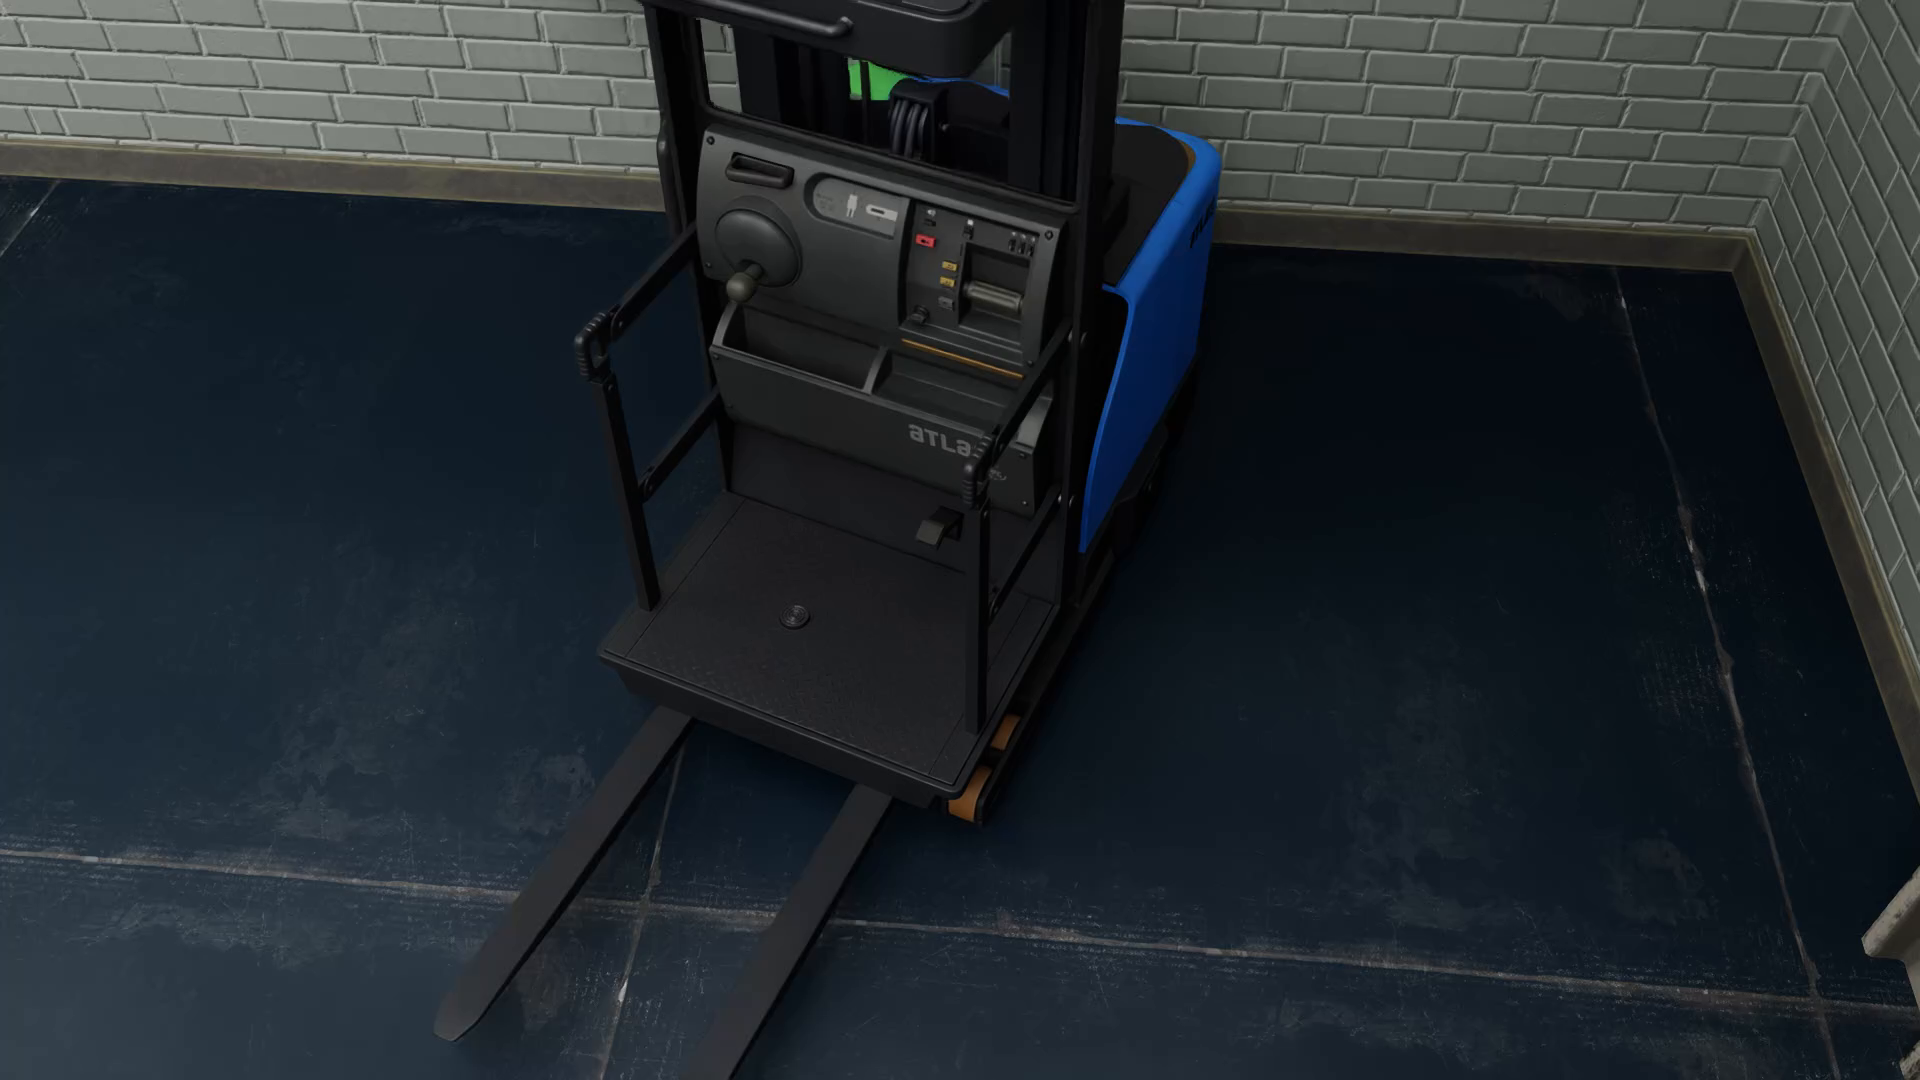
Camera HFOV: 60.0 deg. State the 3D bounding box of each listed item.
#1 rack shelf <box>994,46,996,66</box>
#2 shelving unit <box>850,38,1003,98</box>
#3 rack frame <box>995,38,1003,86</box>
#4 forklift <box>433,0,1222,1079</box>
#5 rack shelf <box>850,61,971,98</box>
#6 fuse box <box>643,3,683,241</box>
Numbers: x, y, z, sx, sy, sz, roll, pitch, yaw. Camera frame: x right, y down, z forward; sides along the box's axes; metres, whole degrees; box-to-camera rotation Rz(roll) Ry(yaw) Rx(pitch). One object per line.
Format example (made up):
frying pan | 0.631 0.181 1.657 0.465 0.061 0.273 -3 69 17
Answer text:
rack shelf | -0.129 -1.638 5.371 0.480 0.148 0.258 33 56 27
shelving unit | -0.129 -1.357 5.678 0.503 1.200 0.258 33 56 27
rack frame | 0.054 -1.238 5.569 0.015 1.200 0.240 33 56 27
forklift | -0.297 -0.594 3.807 1.130 2.935 3.031 19 50 17
rack shelf | -0.129 -1.476 5.548 0.480 0.148 0.258 33 56 27
fuse box | -1.046 -1.702 5.647 0.539 1.711 0.414 4 48 4
